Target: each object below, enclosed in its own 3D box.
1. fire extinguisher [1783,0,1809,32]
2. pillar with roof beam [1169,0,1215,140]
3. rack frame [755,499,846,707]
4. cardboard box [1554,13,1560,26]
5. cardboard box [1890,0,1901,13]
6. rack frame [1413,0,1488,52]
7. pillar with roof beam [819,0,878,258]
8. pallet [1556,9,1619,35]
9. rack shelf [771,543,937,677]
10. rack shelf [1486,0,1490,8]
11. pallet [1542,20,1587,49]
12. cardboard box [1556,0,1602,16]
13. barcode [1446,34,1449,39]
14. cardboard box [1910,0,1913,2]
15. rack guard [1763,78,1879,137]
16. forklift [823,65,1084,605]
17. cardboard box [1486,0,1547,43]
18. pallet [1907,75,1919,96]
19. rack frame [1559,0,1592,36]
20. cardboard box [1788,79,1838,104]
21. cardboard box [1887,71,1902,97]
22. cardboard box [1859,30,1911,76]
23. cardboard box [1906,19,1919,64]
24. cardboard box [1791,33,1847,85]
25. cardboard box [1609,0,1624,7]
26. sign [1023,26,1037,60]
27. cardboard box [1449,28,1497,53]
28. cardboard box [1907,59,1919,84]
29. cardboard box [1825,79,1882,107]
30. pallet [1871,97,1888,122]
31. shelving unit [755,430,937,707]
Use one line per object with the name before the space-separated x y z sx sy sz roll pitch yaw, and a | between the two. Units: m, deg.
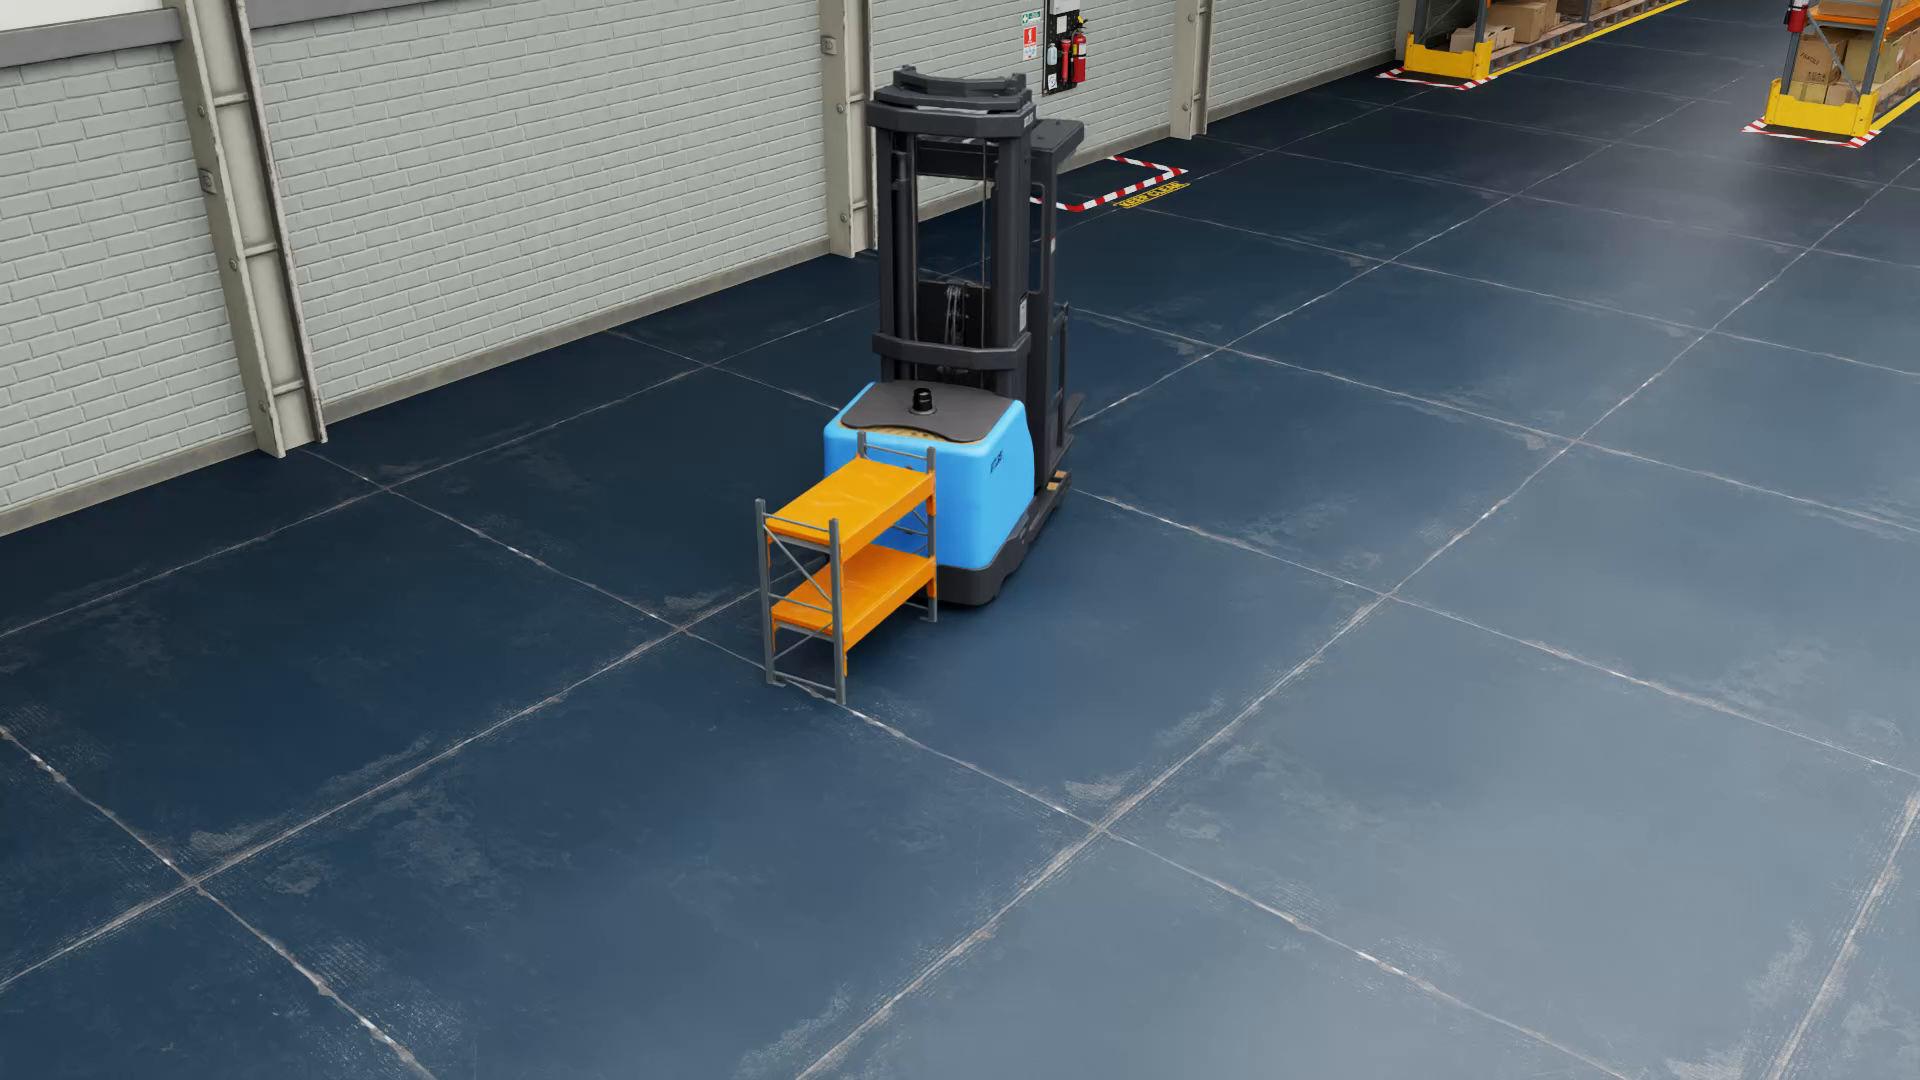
fire extinguisher | 10.205 -6.525 20.182 0.296 0.674 0.183 21 34 34
pillar with roof beam | 6.097 -7.692 15.825 9.100 9.000 0.400 21 34 34
rack frame | -0.847 0.342 8.864 0.500 1.125 0.032 14 30 25
cardboard box | 9.041 -8.068 25.687 0.380 0.166 0.250 16 31 28
cardboard box | 11.276 -6.859 20.635 0.700 0.500 0.500 22 34 36
rack frame | 6.814 -7.912 22.779 1.000 3.000 0.127 21 34 34
pillar with roof beam | 2.281 -5.565 11.713 9.100 9.000 0.400 21 34 34
pallet | 9.853 -8.368 26.696 1.003 0.211 1.213 21 34 34
rack shelf | -0.604 0.354 9.373 0.538 0.278 1.000 14 30 25
rack shelf | 8.086 -8.301 24.315 1.077 0.370 4.000 21 34 34
pallet | 8.959 -7.843 25.681 1.003 0.211 1.213 21 34 34
cardboard box | 9.814 -8.681 26.508 0.700 0.500 0.500 22 35 36
barcode | 7.027 -7.259 23.955 0.001 0.075 0.075 21 34 34
cardboard box | 11.928 -7.221 21.335 0.700 0.500 0.500 22 35 36
rack guard | 10.624 -5.347 20.541 1.175 0.500 0.348 21 34 34
forklift | 0.126 -1.574 10.602 1.130 2.935 3.031 9 29 16
cardboard box | 8.192 -7.664 24.541 0.700 0.500 0.500 18 33 31
pallet | 12.645 -6.375 22.844 1.003 0.211 1.213 21 34 34
rack frame | 9.358 -9.330 25.521 1.000 3.000 0.127 21 34 34
cardboard box | 10.752 -5.707 21.053 0.500 0.250 0.500 21 34 34
cardboard box | 11.785 -5.911 21.447 0.500 0.250 0.500 21 34 34
cardboard box | 11.776 -6.248 21.282 0.500 0.500 0.500 21 34 34
cardboard box | 12.415 -6.601 21.965 0.500 0.500 0.500 21 34 34
cardboard box | 10.750 -6.041 20.882 0.500 0.500 0.500 21 34 34
cardboard box | 10.459 -9.048 27.217 0.700 0.500 0.500 21 34 35
sign | 0.743 -5.270 17.634 0.001 0.329 0.234 21 34 34
cardboard box | 7.324 -7.132 23.719 0.500 0.311 0.500 17 32 29
cardboard box | 12.425 -6.265 22.130 0.500 0.250 0.500 21 34 34
cardboard box | 11.152 -5.556 20.760 0.500 0.250 0.500 21 34 34
pallet | 11.093 -5.510 21.172 1.003 0.211 1.213 21 34 34
shelving unit | -0.604 0.137 9.260 0.538 1.125 1.048 14 30 25
